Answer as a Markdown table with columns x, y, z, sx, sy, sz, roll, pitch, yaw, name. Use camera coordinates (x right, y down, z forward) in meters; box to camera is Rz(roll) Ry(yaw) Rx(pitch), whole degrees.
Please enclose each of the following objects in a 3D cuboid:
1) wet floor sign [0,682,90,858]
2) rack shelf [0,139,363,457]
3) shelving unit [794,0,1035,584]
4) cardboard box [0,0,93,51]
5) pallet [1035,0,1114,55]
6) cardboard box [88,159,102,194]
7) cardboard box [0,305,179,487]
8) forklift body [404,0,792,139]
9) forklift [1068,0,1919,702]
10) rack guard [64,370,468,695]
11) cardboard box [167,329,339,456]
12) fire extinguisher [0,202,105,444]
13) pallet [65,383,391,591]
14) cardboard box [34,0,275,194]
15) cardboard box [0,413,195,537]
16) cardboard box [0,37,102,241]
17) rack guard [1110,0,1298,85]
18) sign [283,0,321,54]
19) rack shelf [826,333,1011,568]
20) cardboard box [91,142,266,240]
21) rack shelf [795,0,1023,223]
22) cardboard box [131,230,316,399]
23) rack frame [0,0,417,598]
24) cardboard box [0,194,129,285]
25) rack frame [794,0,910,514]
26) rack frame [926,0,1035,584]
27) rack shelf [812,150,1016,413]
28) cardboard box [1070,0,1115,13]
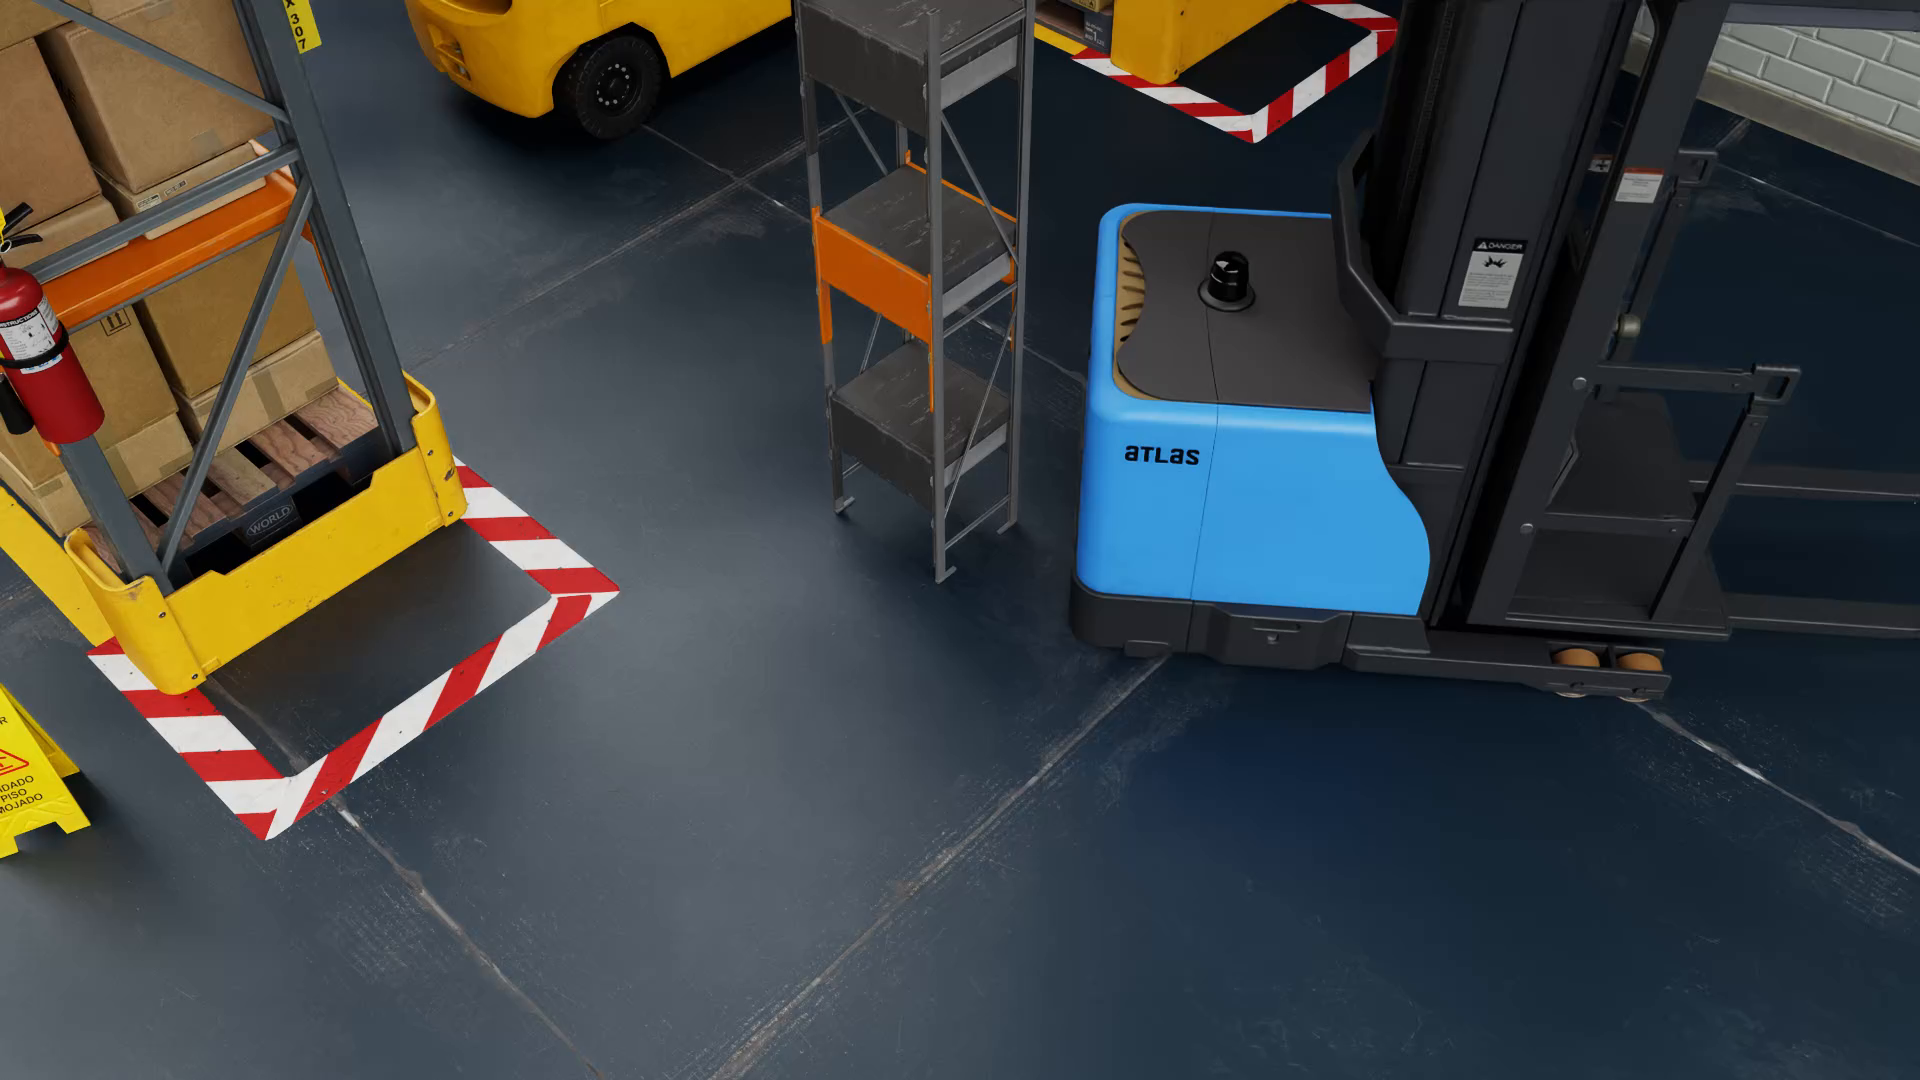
| x | y | z | sx | sy | sz | roll | pitch | yaw | name |
| --- | --- | --- | --- | --- | --- | --- | --- | --- | --- |
| -2.760 | 0.599 | 4.745 | 0.267 | 0.644 | 0.232 | -21 | 50 | -18 | wet floor sign |
| -3.644 | -1.617 | 5.704 | 4.000 | 0.370 | 1.077 | 34 | 55 | 28 | rack shelf |
| -0.122 | -0.801 | 5.061 | 0.503 | 2.100 | 0.431 | 34 | 55 | 28 | shelving unit |
| -2.698 | -1.488 | 4.131 | 0.500 | 0.500 | 0.700 | 33 | 55 | 27 | cardboard box |
| 0.599 | -2.936 | 8.362 | 1.213 | 0.211 | 1.003 | 34 | 55 | 28 | pallet |
| -2.479 | -1.184 | 4.977 | 0.250 | 0.149 | 0.380 | 35 | 56 | 28 | cardboard box |
| -2.940 | -0.590 | 5.330 | 0.500 | 0.500 | 0.500 | 34 | 56 | 28 | cardboard box |
| -1.441 | -3.205 | 7.284 | 1.214 | 2.155 | 2.313 | 34 | 55 | 28 | forklift body |
| 1.900 | -0.899 | 4.584 | 3.031 | 2.935 | 1.130 | 4 | 47 | 4 | forklift |
| -2.230 | -0.056 | 5.460 | 0.348 | 0.500 | 1.175 | 34 | 55 | 28 | rack guard |
| -2.579 | -0.624 | 5.876 | 0.500 | 0.250 | 0.500 | 33 | 55 | 27 | cardboard box |
| -2.403 | -0.544 | 4.257 | 0.183 | 0.674 | 0.296 | 34 | 55 | 28 | fire extinguisher |
| -2.803 | -0.378 | 5.960 | 1.213 | 0.211 | 1.003 | 34 | 55 | 28 | pallet |
| -2.334 | -1.393 | 4.728 | 0.500 | 0.500 | 0.500 | 33 | 55 | 27 | cardboard box |
| -2.968 | -0.344 | 5.614 | 0.500 | 0.250 | 0.500 | 34 | 55 | 28 | cardboard box |
| -2.760 | -1.131 | 4.482 | 0.500 | 0.500 | 0.500 | 33 | 55 | 27 | cardboard box |
| 1.207 | -2.668 | 7.912 | 0.348 | 0.500 | 1.175 | 34 | 55 | 28 | rack guard |
| -1.806 | -1.461 | 4.471 | 0.005 | 0.325 | 0.100 | 34 | 55 | 28 | sign |
| -0.122 | -0.312 | 5.582 | 0.480 | 0.518 | 0.431 | 34 | 55 | 28 | rack shelf |
| -2.283 | -1.067 | 4.867 | 0.250 | 0.149 | 0.380 | 34 | 55 | 28 | cardboard box |
| -0.122 | -1.270 | 4.561 | 0.480 | 0.518 | 0.431 | 34 | 55 | 28 | rack shelf |
| -2.597 | -0.892 | 5.614 | 0.500 | 0.500 | 0.500 | 32 | 55 | 27 | cardboard box |
| -2.174 | -0.874 | 4.513 | 0.127 | 3.000 | 1.000 | 34 | 55 | 28 | rack frame |
| -2.594 | -0.859 | 4.671 | 0.250 | 0.149 | 0.380 | 36 | 56 | 29 | cardboard box |
| -0.301 | -0.921 | 5.175 | 0.015 | 2.100 | 0.400 | 34 | 55 | 28 | rack frame |
| 0.058 | -0.680 | 4.948 | 0.015 | 2.100 | 0.400 | 34 | 55 | 28 | rack frame |
| -0.122 | -0.791 | 5.071 | 0.480 | 0.518 | 0.431 | 34 | 55 | 28 | rack shelf |
| 0.630 | -2.801 | 7.920 | 0.500 | 0.250 | 0.500 | 34 | 56 | 28 | cardboard box |
